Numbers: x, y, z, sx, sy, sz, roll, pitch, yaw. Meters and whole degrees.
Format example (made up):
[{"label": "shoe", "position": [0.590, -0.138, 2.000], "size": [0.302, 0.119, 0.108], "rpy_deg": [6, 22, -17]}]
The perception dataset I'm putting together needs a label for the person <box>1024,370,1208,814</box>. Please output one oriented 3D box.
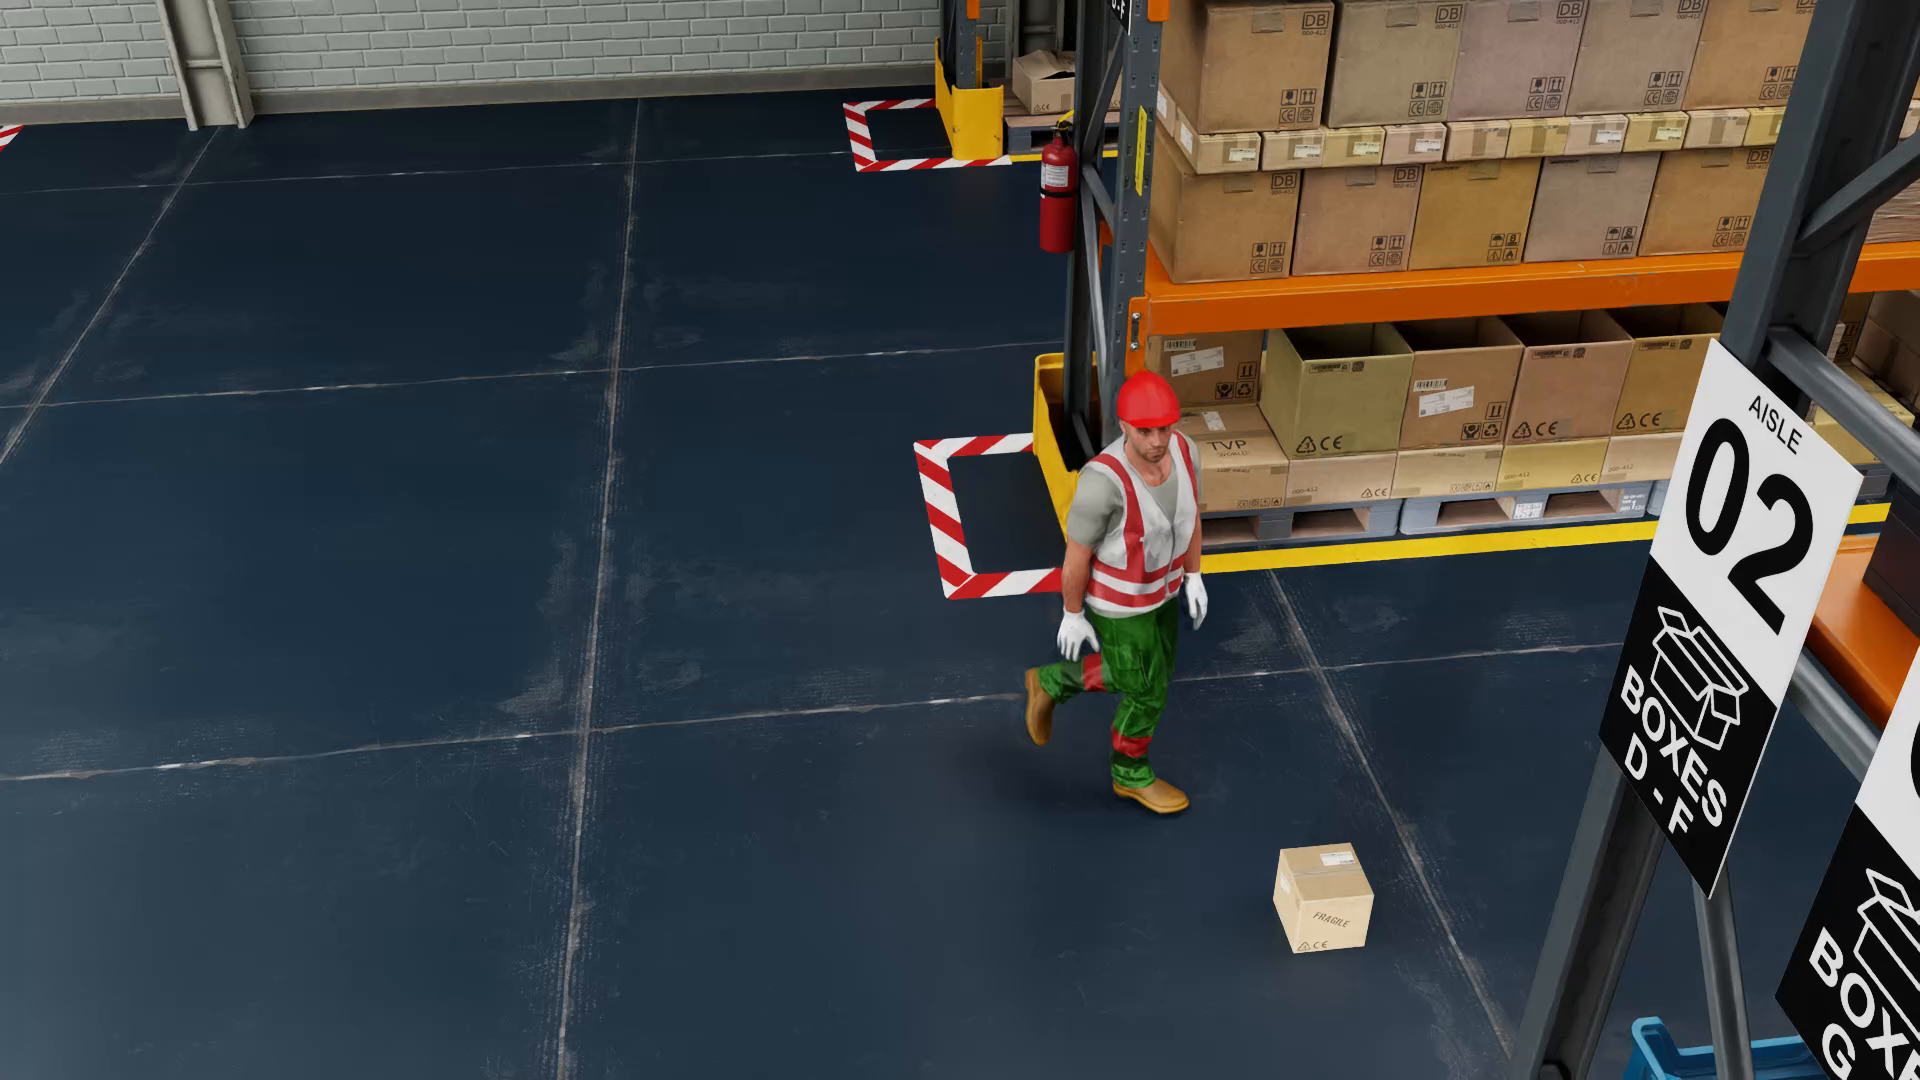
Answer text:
[{"label": "person", "position": [0.546, 0.164, 5.880], "size": [0.741, 1.761, 0.555], "rpy_deg": [24, 41, 30]}]
